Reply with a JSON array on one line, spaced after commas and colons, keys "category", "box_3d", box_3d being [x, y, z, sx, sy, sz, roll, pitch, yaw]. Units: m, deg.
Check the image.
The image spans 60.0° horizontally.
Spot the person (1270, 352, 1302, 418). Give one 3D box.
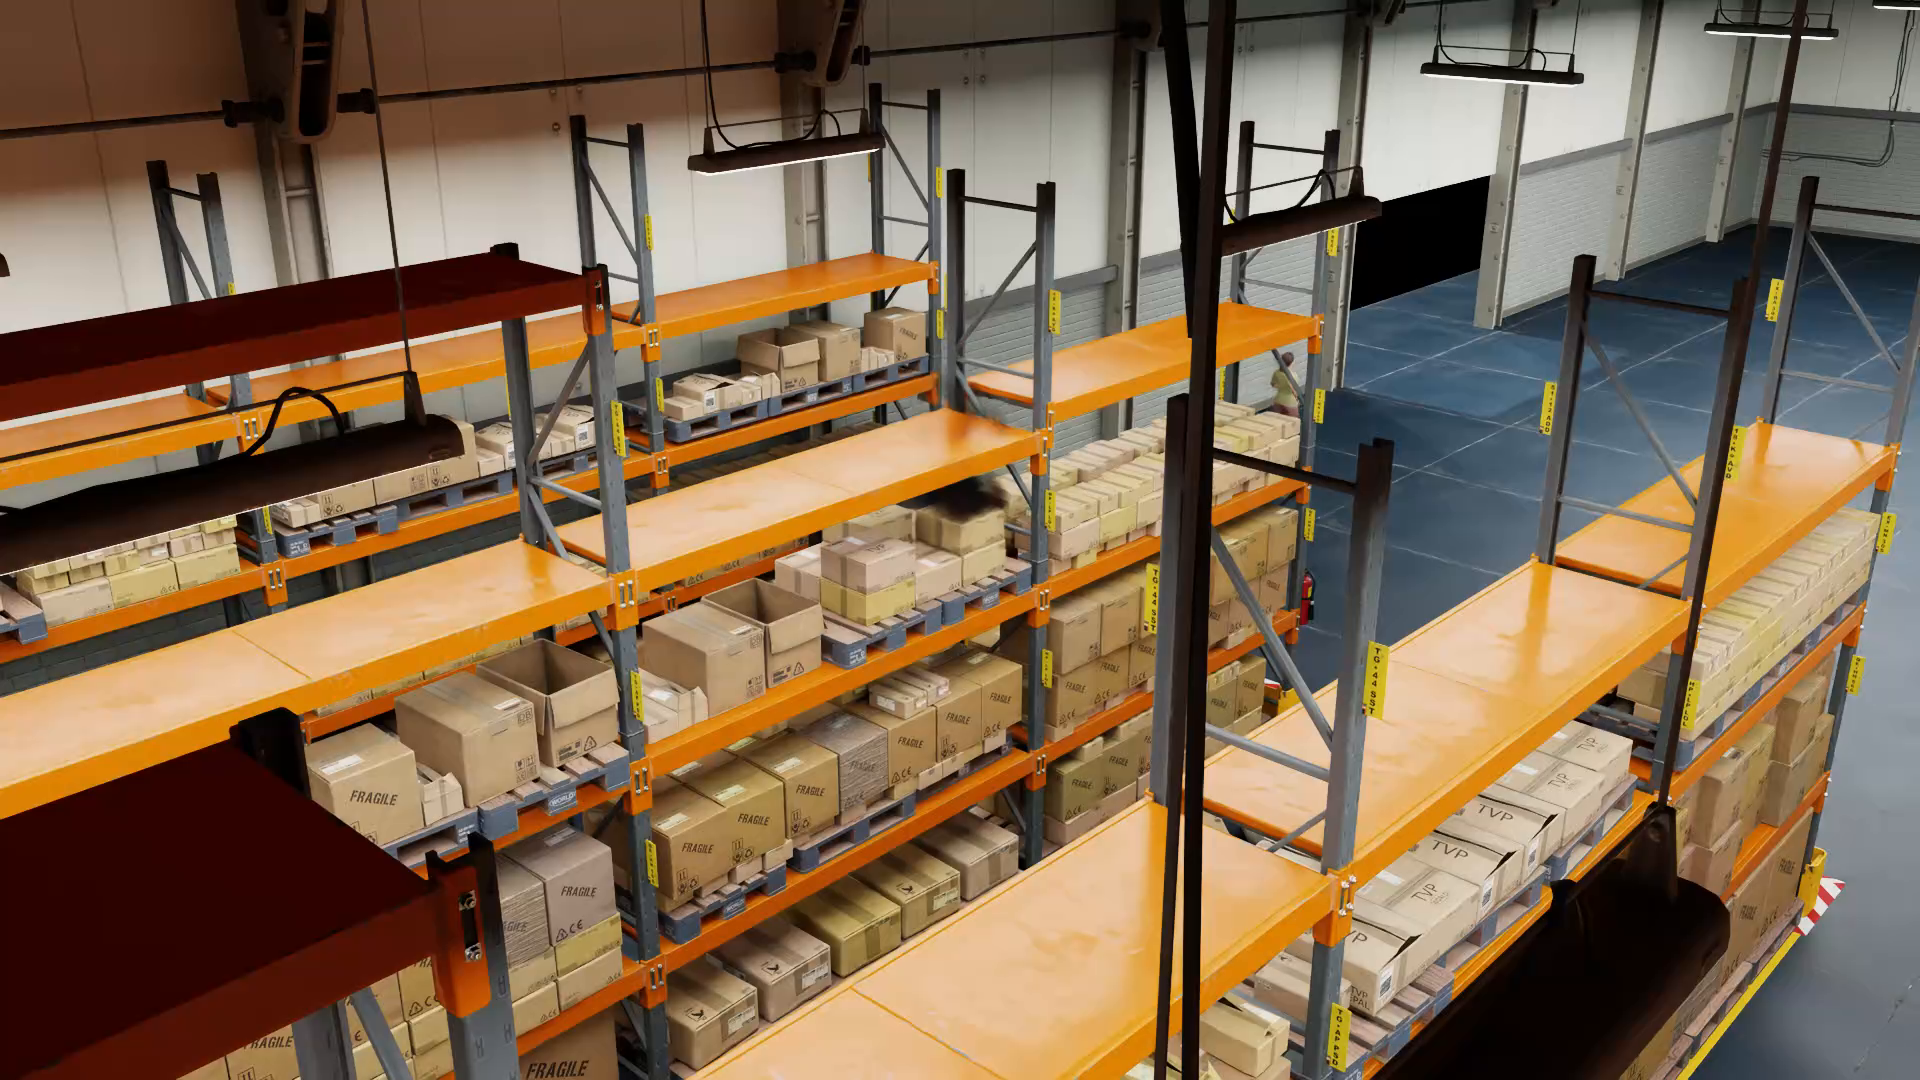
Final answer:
[{"category": "person", "box_3d": [4.852, -1.999, 24.793, 0.589, 1.653, 0.964, 18, 28, 39]}]
